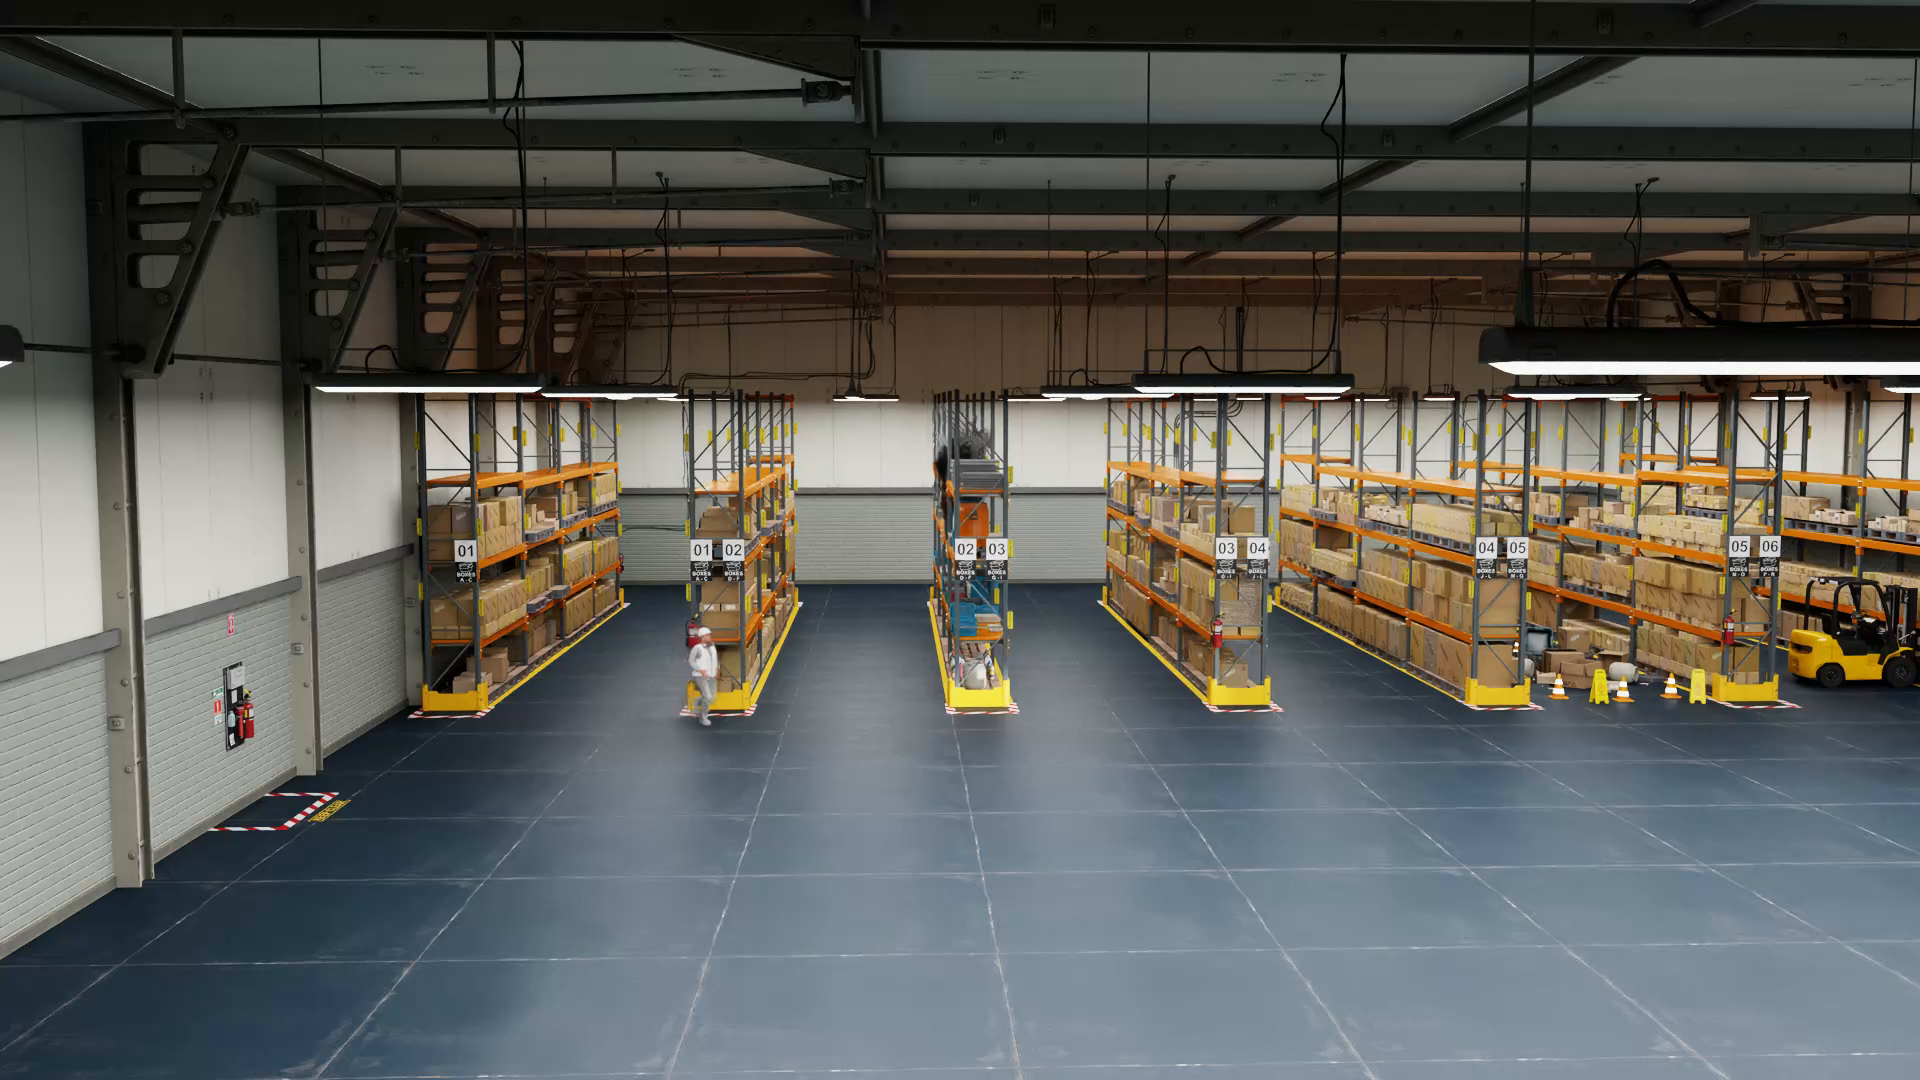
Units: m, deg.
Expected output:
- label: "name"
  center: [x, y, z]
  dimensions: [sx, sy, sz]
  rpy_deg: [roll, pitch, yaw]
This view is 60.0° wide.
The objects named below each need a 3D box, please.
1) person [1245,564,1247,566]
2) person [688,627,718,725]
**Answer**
- label: "person"
  center: [8.649, 0.901, 48.932]
  dimensions: [0.661, 1.697, 0.783]
  rpy_deg: [0, 5, 0]
- label: "person"
  center: [-4.622, 2.436, 29.931]
  dimensions: [0.616, 1.741, 0.703]
  rpy_deg: [3, 6, 36]
